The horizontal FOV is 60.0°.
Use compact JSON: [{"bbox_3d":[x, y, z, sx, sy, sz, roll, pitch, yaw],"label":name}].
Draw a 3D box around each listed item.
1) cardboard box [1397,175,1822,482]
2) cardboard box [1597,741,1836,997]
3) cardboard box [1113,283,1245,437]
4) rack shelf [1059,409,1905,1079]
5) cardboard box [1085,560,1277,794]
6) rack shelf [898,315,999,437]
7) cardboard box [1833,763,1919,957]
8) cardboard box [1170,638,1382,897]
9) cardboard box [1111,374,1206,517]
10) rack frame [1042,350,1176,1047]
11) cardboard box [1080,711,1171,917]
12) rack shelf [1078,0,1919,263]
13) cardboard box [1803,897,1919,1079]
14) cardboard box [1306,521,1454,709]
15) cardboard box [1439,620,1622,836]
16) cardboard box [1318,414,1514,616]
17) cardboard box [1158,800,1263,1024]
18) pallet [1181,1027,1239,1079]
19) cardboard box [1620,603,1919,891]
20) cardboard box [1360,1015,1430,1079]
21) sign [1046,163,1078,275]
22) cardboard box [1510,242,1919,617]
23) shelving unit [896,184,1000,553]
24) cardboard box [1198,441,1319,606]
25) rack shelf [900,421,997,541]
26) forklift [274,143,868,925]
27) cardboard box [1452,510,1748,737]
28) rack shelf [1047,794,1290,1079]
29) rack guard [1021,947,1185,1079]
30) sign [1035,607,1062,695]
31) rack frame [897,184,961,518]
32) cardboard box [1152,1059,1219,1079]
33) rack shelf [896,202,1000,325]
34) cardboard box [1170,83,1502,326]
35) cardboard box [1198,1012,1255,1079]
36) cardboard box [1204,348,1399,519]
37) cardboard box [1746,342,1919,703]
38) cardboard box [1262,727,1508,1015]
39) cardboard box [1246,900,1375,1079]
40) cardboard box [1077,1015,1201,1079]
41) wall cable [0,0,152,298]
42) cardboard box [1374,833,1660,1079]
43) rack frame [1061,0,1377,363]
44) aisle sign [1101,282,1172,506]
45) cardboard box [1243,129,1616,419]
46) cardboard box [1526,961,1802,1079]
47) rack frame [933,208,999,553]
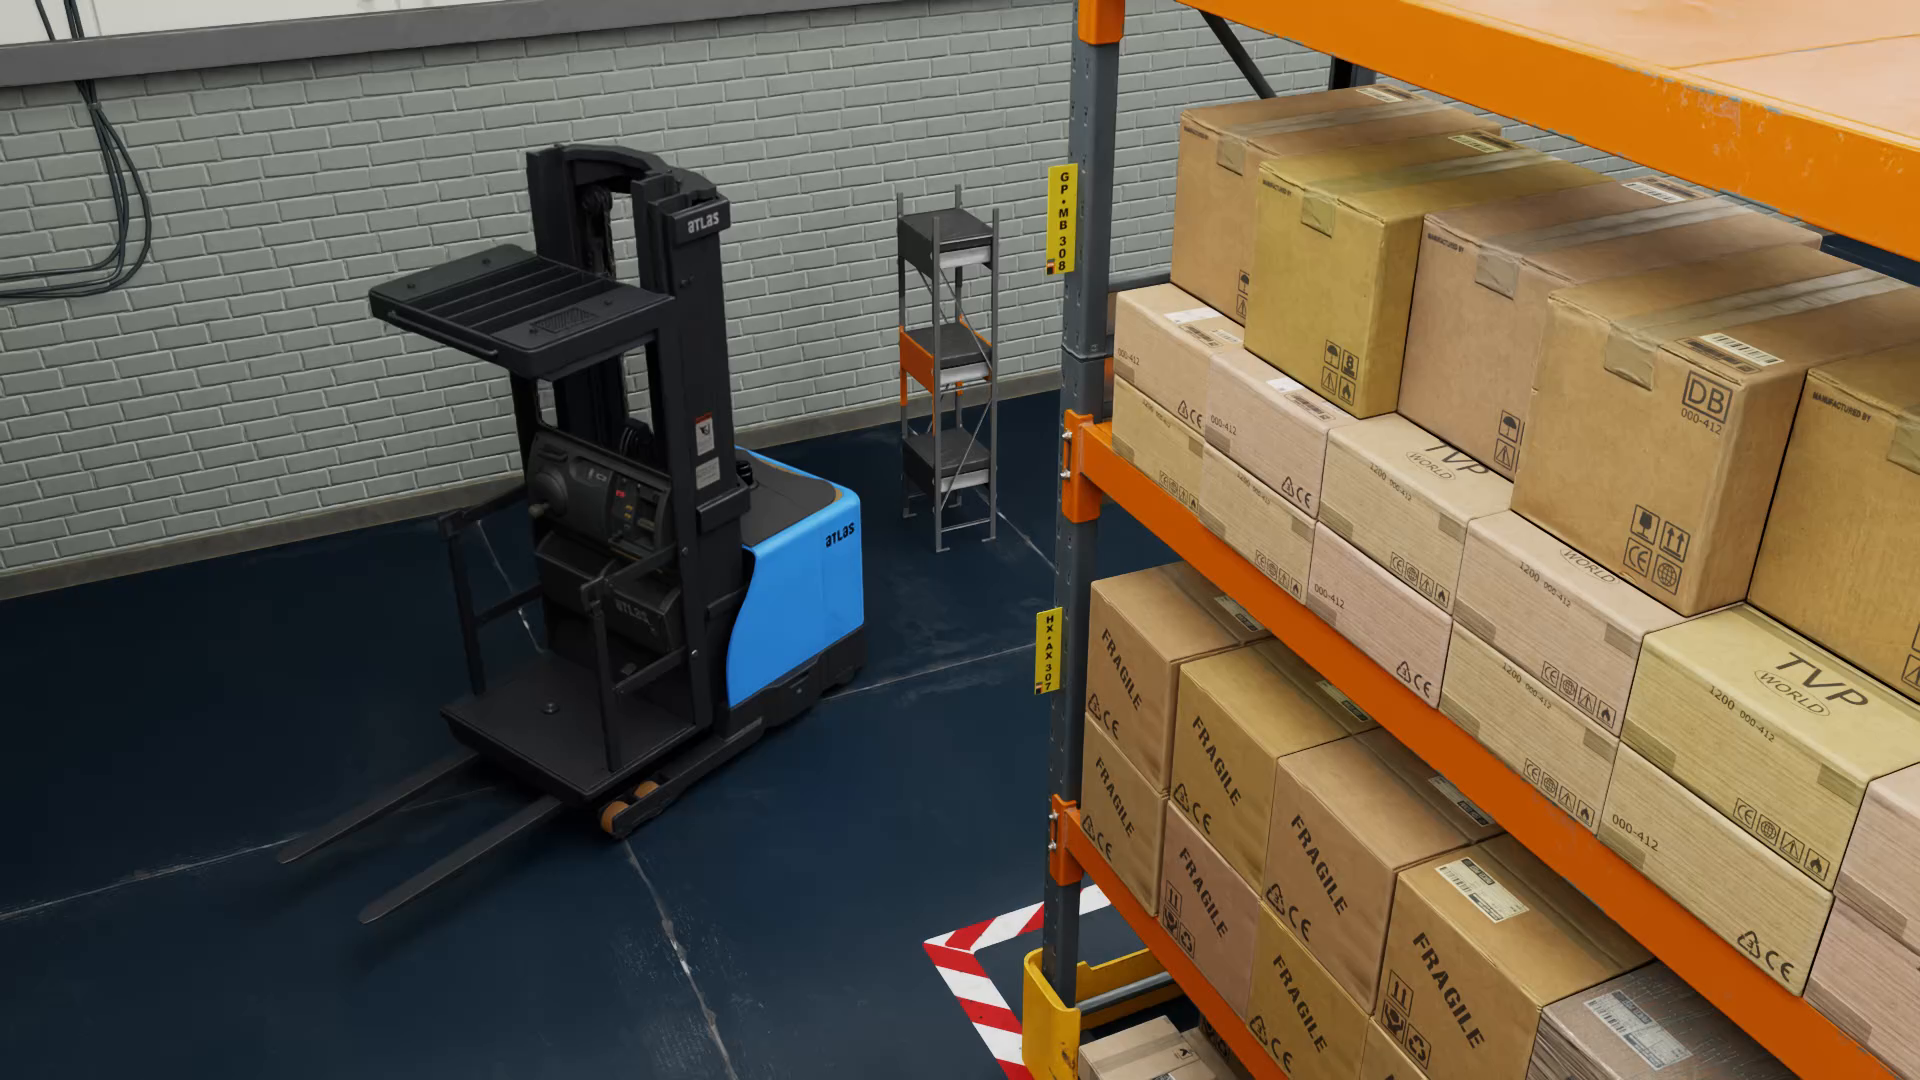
[{"bbox_3d":[1.476,-0.489,3.836,0.700,0.500,0.500,-13,32,-22],"label":"cardboard box"},{"bbox_3d":[1.632,0.562,3.241,0.500,0.250,0.500,-13,32,-22],"label":"cardboard box"},{"bbox_3d":[0.776,-0.541,4.695,0.500,0.250,0.500,-13,32,-22],"label":"cardboard box"},{"bbox_3d":[1.649,0.528,3.884,1.077,0.370,4.000,-13,32,-22],"label":"rack shelf"},{"bbox_3d":[0.743,0.410,5.299,0.500,0.500,0.500,-12,31,-20],"label":"cardboard box"},{"bbox_3d":[-0.071,-0.977,9.846,0.431,0.518,0.480,-13,32,-22],"label":"rack shelf"},{"bbox_3d":[1.842,0.565,2.723,0.500,0.250,0.500,-13,32,-22],"label":"cardboard box"},{"bbox_3d":[0.974,0.640,4.891,0.500,0.500,0.500,-13,32,-21],"label":"cardboard box"},{"bbox_3d":[0.782,-0.324,4.820,0.500,0.250,0.500,-13,32,-22],"label":"cardboard box"},{"bbox_3d":[0.791,0.639,6.017,1.000,3.000,0.127,-13,32,-22],"label":"rack frame"},{"bbox_3d":[0.743,0.847,5.544,0.500,0.500,0.500,-12,32,-21],"label":"cardboard box"},{"bbox_3d":[1.649,-0.779,3.151,1.077,0.370,4.000,-13,32,-22],"label":"rack shelf"},{"bbox_3d":[1.854,0.781,2.850,0.500,0.250,0.500,-13,32,-22],"label":"cardboard box"},{"bbox_3d":[1.201,0.120,4.028,0.500,0.250,0.500,-13,32,-22],"label":"cardboard box"},{"bbox_3d":[1.421,0.340,3.636,0.500,0.250,0.500,-13,32,-22],"label":"cardboard box"},{"bbox_3d":[1.205,-0.099,3.907,0.500,0.250,0.500,-13,32,-22],"label":"cardboard box"},{"bbox_3d":[0.969,1.073,5.140,0.500,0.500,0.500,-13,32,-22],"label":"cardboard box"},{"bbox_3d":[1.167,2.241,6.011,1.003,0.211,1.213,-13,32,-22],"label":"pallet"},{"bbox_3d":[1.630,0.344,3.118,0.500,0.250,0.500,-13,32,-22],"label":"cardboard box"},{"bbox_3d":[1.395,1.517,4.349,0.500,0.500,0.500,-13,32,-21],"label":"cardboard box"},{"bbox_3d":[0.301,-0.937,4.866,0.100,0.325,0.005,-13,32,-22],"label":"sign"},{"bbox_3d":[1.606,-0.248,3.407,0.700,0.500,0.500,-13,32,-22],"label":"cardboard box"},{"bbox_3d":[-0.071,-0.989,9.840,0.431,2.100,0.503,-13,32,-22],"label":"shelving unit"},{"bbox_3d":[0.985,-0.100,4.421,0.500,0.250,0.500,-13,32,-22],"label":"cardboard box"},{"bbox_3d":[-0.071,-0.367,10.189,0.431,0.518,0.480,-13,32,-22],"label":"rack shelf"},{"bbox_3d":[-1.803,-0.167,7.524,1.130,2.935,3.031,21,36,33],"label":"forklift"},{"bbox_3d":[1.416,0.123,3.512,0.500,0.250,0.500,-13,32,-22],"label":"cardboard box"},{"bbox_3d":[1.649,1.836,4.617,1.077,0.370,4.000,-13,32,-22],"label":"rack shelf"},{"bbox_3d":[0.823,1.763,6.568,1.175,0.500,0.348,-13,32,-22],"label":"rack guard"},{"bbox_3d":[0.301,0.375,5.602,0.100,0.325,0.005,-13,32,-22],"label":"sign"},{"bbox_3d":[-0.176,-1.097,10.032,0.400,2.100,0.015,-13,32,-22],"label":"rack frame"},{"bbox_3d":[0.767,2.050,5.947,0.380,0.166,0.250,-13,32,-22],"label":"cardboard box"},{"bbox_3d":[-0.071,-1.588,9.504,0.431,0.518,0.480,-13,32,-22],"label":"rack shelf"},{"bbox_3d":[1.026,-0.926,4.616,0.700,0.500,0.500,-13,32,-22],"label":"cardboard box"},{"bbox_3d":[1.247,1.726,6.184,0.500,0.500,0.500,-13,32,-22],"label":"cardboard box"},{"bbox_3d":[0.984,-0.318,4.299,0.500,0.250,0.500,-13,32,-22],"label":"cardboard box"},{"bbox_3d":[1.958,-0.059,3.070,0.700,0.500,0.500,-13,32,-22],"label":"cardboard box"},{"bbox_3d":[1.185,0.862,4.495,0.500,0.500,0.500,-13,32,-21],"label":"cardboard box"},{"bbox_3d":[1.182,1.296,4.743,0.500,0.500,0.500,-13,32,-22],"label":"cardboard box"},{"bbox_3d":[0.660,1.948,6.148,0.380,0.149,0.250,-13,32,-22],"label":"cardboard box"},{"bbox_3d":[-5.787,-2.155,8.040,3.097,2.526,0.112,-13,32,-22],"label":"wall cable"},{"bbox_3d":[1.404,1.086,4.095,0.500,0.500,0.500,-13,32,-22],"label":"cardboard box"},{"bbox_3d":[0.791,-1.978,4.549,1.000,3.000,0.127,-13,32,-22],"label":"rack frame"},{"bbox_3d":[0.496,-0.464,5.325,0.394,0.787,0.004,-13,32,-22],"label":"aisle sign"},{"bbox_3d":[1.164,-0.687,4.190,0.700,0.500,0.500,-13,32,-22],"label":"cardboard box"},{"bbox_3d":[1.619,1.309,3.698,0.500,0.500,0.500,-13,32,-22],"label":"cardboard box"},{"bbox_3d":[0.034,-0.881,9.648,0.400,2.100,0.015,-13,32,-22],"label":"rack frame"}]
